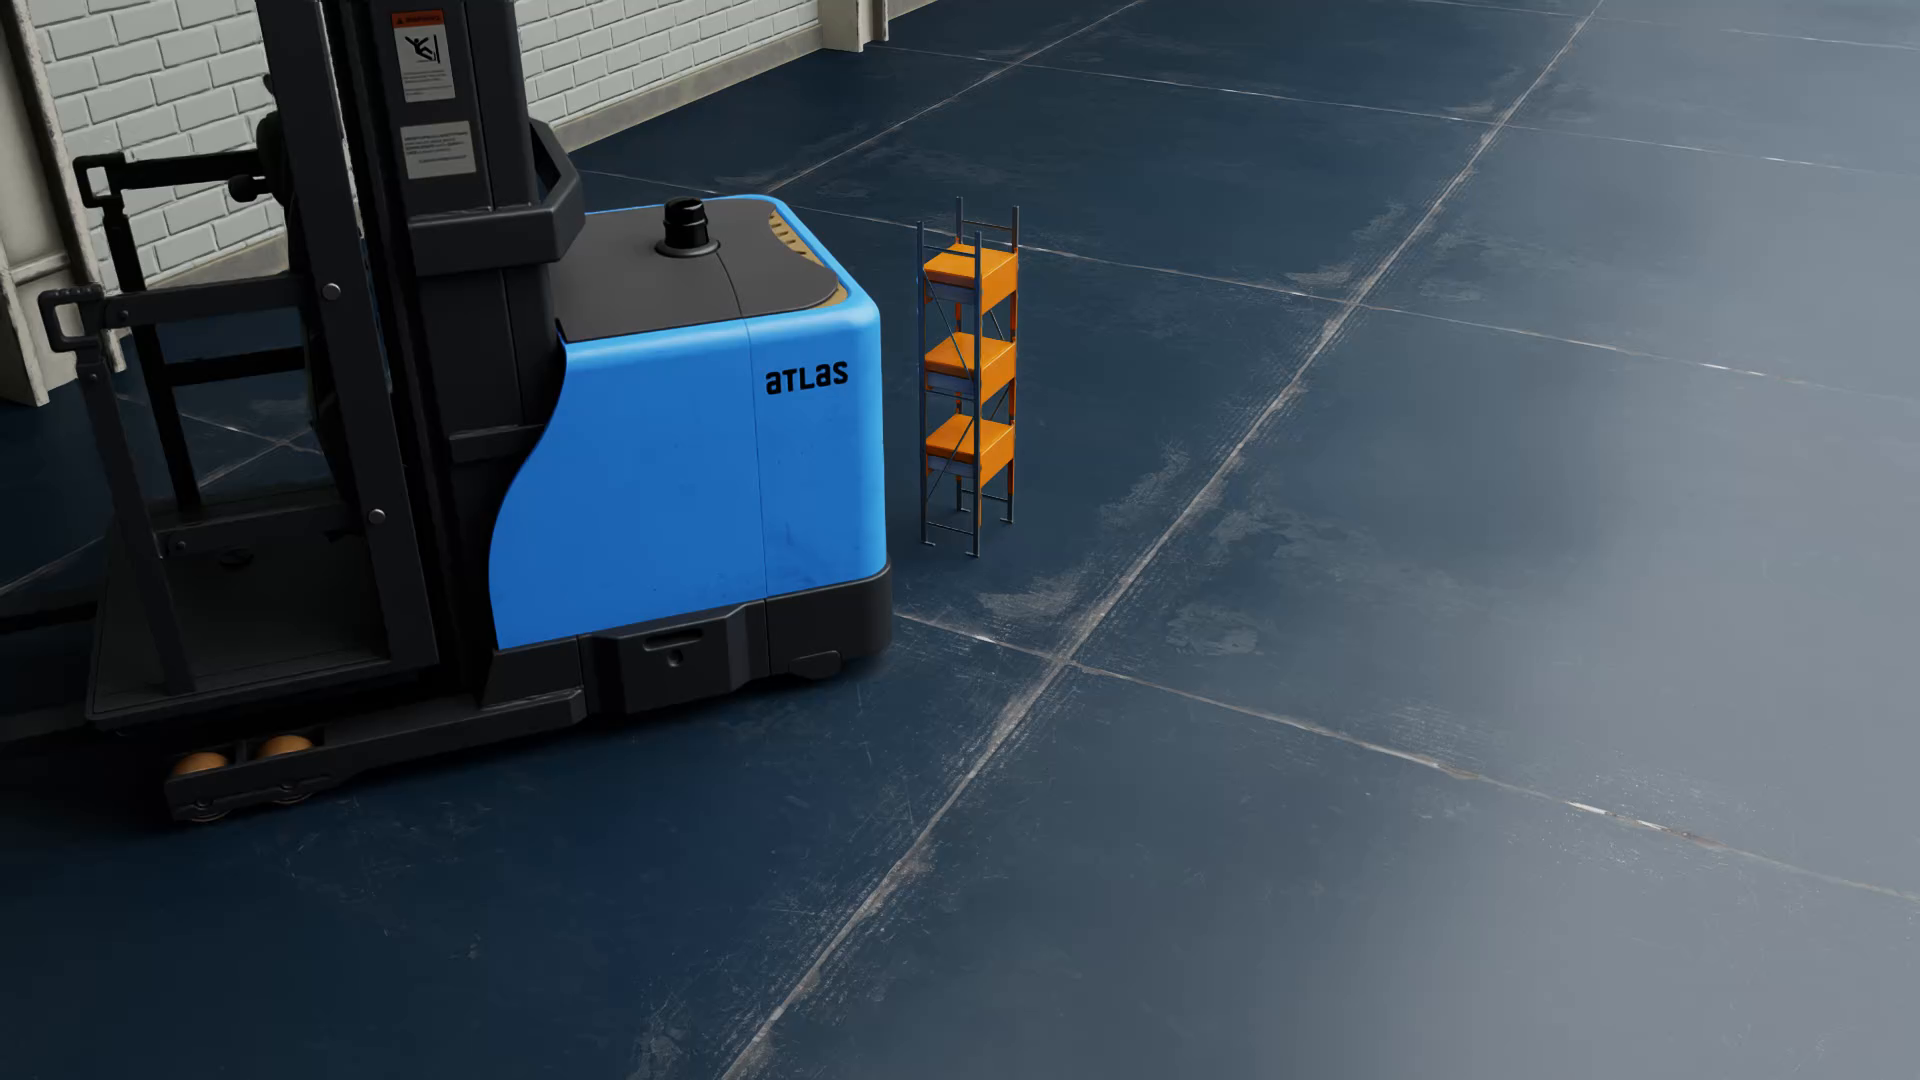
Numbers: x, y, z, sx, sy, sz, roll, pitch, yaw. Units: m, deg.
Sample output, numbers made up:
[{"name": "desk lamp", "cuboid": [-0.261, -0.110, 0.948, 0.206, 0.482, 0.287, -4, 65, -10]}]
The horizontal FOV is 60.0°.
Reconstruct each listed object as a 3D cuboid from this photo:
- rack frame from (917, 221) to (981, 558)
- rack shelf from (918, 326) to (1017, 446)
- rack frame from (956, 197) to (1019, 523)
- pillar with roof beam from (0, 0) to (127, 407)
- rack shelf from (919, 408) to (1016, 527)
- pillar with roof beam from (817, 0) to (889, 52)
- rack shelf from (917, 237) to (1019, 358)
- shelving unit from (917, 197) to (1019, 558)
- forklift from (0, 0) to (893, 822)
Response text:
[{"name": "rack frame", "cuboid": [-0.031, -0.425, 4.936, 0.200, 1.050, 0.008, 14, 33, 23]}, {"name": "rack shelf", "cuboid": [0.024, -0.470, 5.035, 0.215, 0.259, 0.240, 14, 33, 23]}, {"name": "rack frame", "cuboid": [0.080, -0.533, 5.124, 0.200, 1.050, 0.008, 14, 33, 23]}, {"name": "pillar with roof beam", "cuboid": [0.401, -3.535, 2.370, 9.100, 9.000, 0.400, 14, 33, 23]}, {"name": "rack shelf", "cuboid": [0.024, -0.229, 5.174, 0.215, 0.259, 0.240, 14, 33, 23]}, {"name": "pillar with roof beam", "cuboid": [3.134, -6.195, 7.002, 9.100, 9.000, 0.400, 14, 33, 23]}, {"name": "rack shelf", "cuboid": [0.024, -0.716, 4.894, 0.215, 0.259, 0.240, 14, 33, 23]}, {"name": "shelving unit", "cuboid": [0.024, -0.479, 5.030, 0.215, 1.050, 0.252, 14, 33, 23]}, {"name": "forklift", "cuboid": [-1.757, -0.882, 3.843, 3.031, 2.935, 1.130, -11, 32, -18]}]
